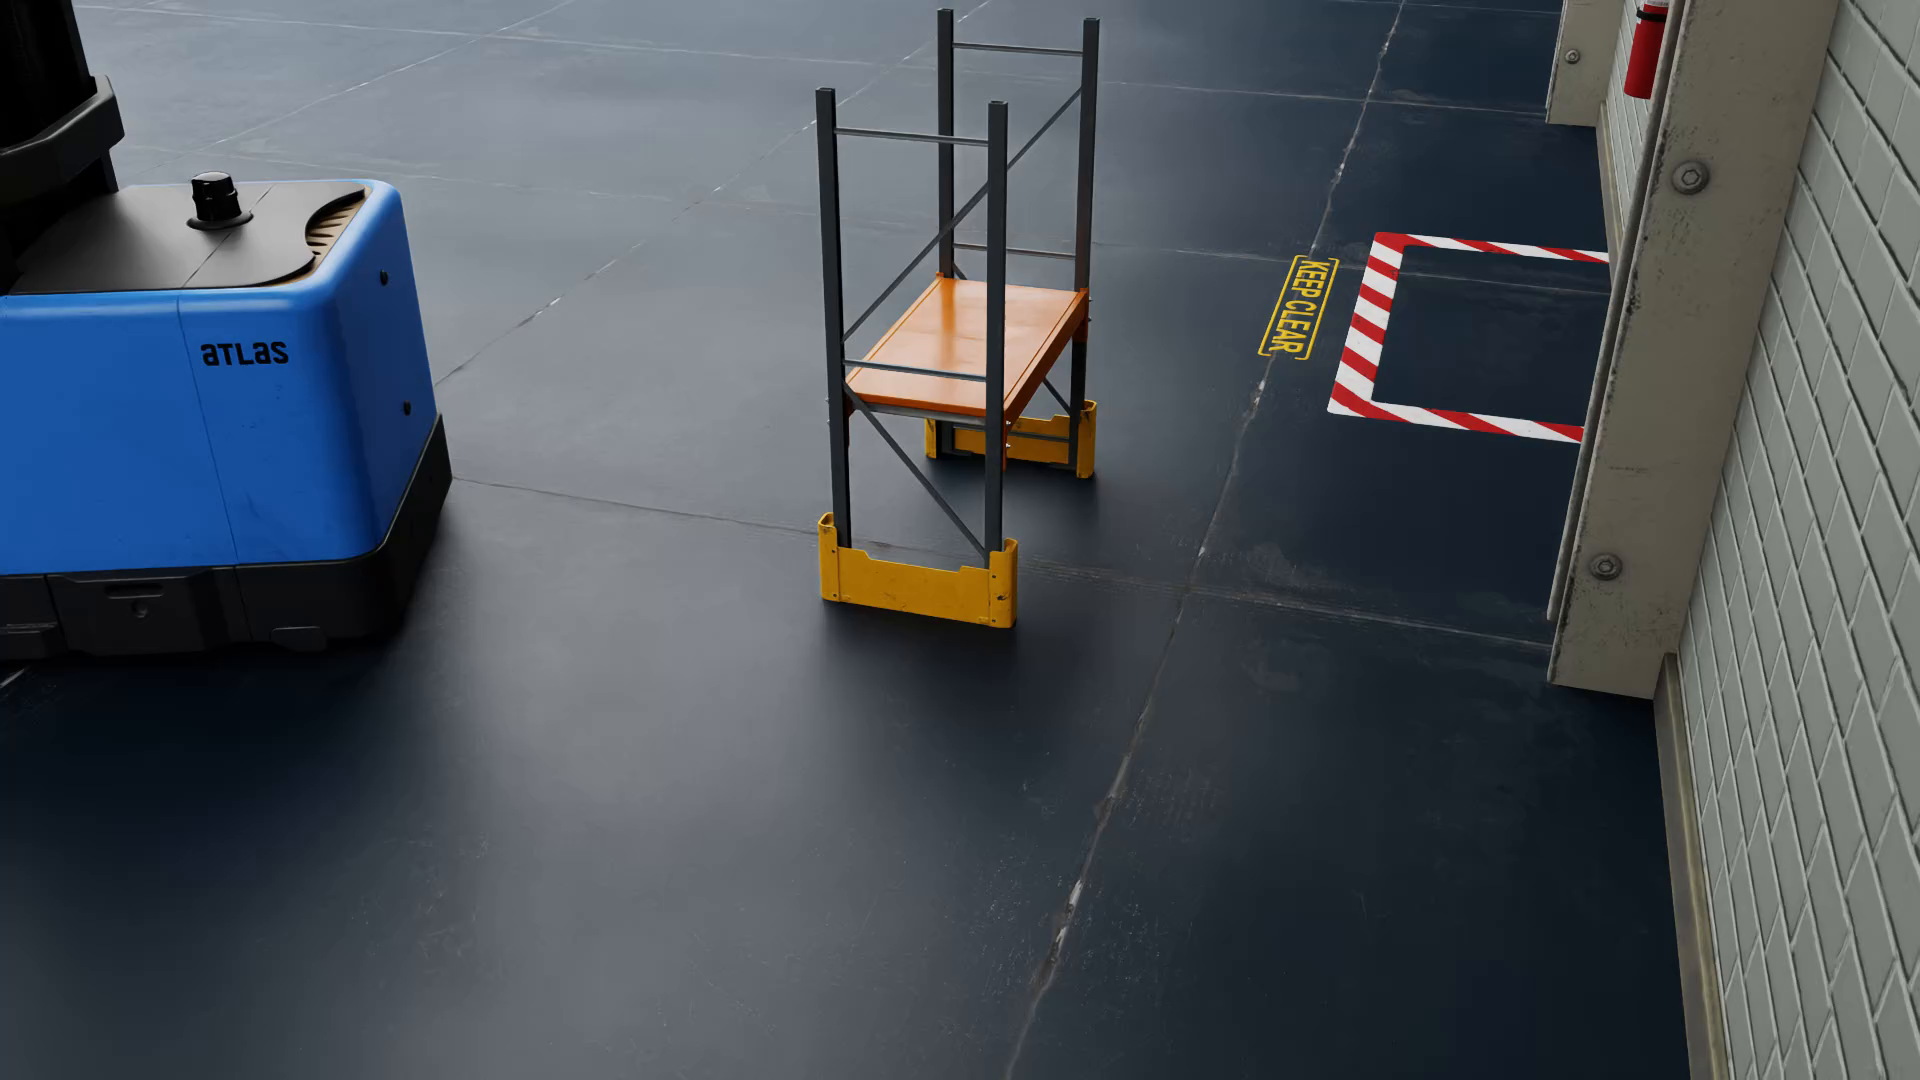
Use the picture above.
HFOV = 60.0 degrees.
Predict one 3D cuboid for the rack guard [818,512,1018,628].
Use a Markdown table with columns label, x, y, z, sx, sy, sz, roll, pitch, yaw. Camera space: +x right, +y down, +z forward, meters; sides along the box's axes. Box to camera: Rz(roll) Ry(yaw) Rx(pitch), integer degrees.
| label | x | y | z | sx | sy | sz | roll | pitch | yaw |
| --- | --- | --- | --- | --- | --- | --- | --- | --- | --- |
| rack guard | -0.124 | 0.087 | 4.837 | 0.587 | 0.250 | 0.087 | 8 | 30 | 15 |

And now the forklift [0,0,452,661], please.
| label | x | y | z | sx | sy | sz | roll | pitch | yaw |
| --- | --- | --- | --- | --- | --- | --- | --- | --- | --- |
| forklift | -3.134 | -1.139 | 4.282 | 3.031 | 2.935 | 1.130 | -3 | 29 | -5 |

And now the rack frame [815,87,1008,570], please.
| label | x | y | z | sx | sy | sz | roll | pitch | yaw |
| --- | --- | --- | --- | --- | --- | --- | --- | --- | --- |
| rack frame | -0.124 | -0.459 | 4.532 | 0.500 | 1.500 | 0.032 | 8 | 30 | 15 |

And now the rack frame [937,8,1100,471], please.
| label | x | y | z | sx | sy | sz | roll | pitch | yaw |
| --- | --- | --- | --- | --- | --- | --- | --- | --- | --- |
| rack frame | 0.174 | -0.931 | 5.381 | 0.500 | 1.500 | 0.032 | 8 | 30 | 15 |

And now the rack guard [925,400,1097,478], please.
| label | x | y | z | sx | sy | sz | roll | pitch | yaw |
| --- | --- | --- | --- | --- | --- | --- | --- | --- | --- |
| rack guard | 0.169 | -0.376 | 5.669 | 0.587 | 0.250 | 0.087 | 8 | 30 | 15 |

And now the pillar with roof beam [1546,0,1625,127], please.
| label | x | y | z | sx | sy | sz | roll | pitch | yaw |
| --- | --- | --- | --- | --- | --- | --- | --- | --- | --- |
| pillar with roof beam | -0.541 | -7.015 | 8.603 | 9.100 | 9.000 | 0.400 | 8 | 30 | 15 |

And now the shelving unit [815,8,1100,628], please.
| label | x | y | z | sx | sy | sz | roll | pitch | yaw |
| --- | --- | --- | --- | --- | --- | --- | --- | --- | --- |
| shelving unit | 0.022 | -0.691 | 4.949 | 0.587 | 1.500 | 1.083 | 8 | 30 | 15 |

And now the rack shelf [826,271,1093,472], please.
| label | x | y | z | sx | sy | sz | roll | pitch | yaw |
| --- | --- | --- | --- | --- | --- | --- | --- | --- | --- |
| rack shelf | 0.025 | -0.538 | 5.044 | 0.538 | 0.185 | 1.000 | 8 | 30 | 15 |

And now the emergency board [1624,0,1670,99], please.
| label | x | y | z | sx | sy | sz | roll | pitch | yaw |
| --- | --- | --- | --- | --- | --- | --- | --- | --- | --- |
| emergency board | 2.575 | -2.133 | 6.000 | 0.194 | 1.169 | 0.643 | 8 | 30 | 15 |

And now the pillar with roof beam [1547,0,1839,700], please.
| label | x | y | z | sx | sy | sz | roll | pitch | yaw |
| --- | --- | --- | --- | --- | --- | --- | --- | --- | --- |
| pillar with roof beam | -2.302 | -4.226 | 3.591 | 9.100 | 9.000 | 0.400 | 8 | 30 | 15 |
